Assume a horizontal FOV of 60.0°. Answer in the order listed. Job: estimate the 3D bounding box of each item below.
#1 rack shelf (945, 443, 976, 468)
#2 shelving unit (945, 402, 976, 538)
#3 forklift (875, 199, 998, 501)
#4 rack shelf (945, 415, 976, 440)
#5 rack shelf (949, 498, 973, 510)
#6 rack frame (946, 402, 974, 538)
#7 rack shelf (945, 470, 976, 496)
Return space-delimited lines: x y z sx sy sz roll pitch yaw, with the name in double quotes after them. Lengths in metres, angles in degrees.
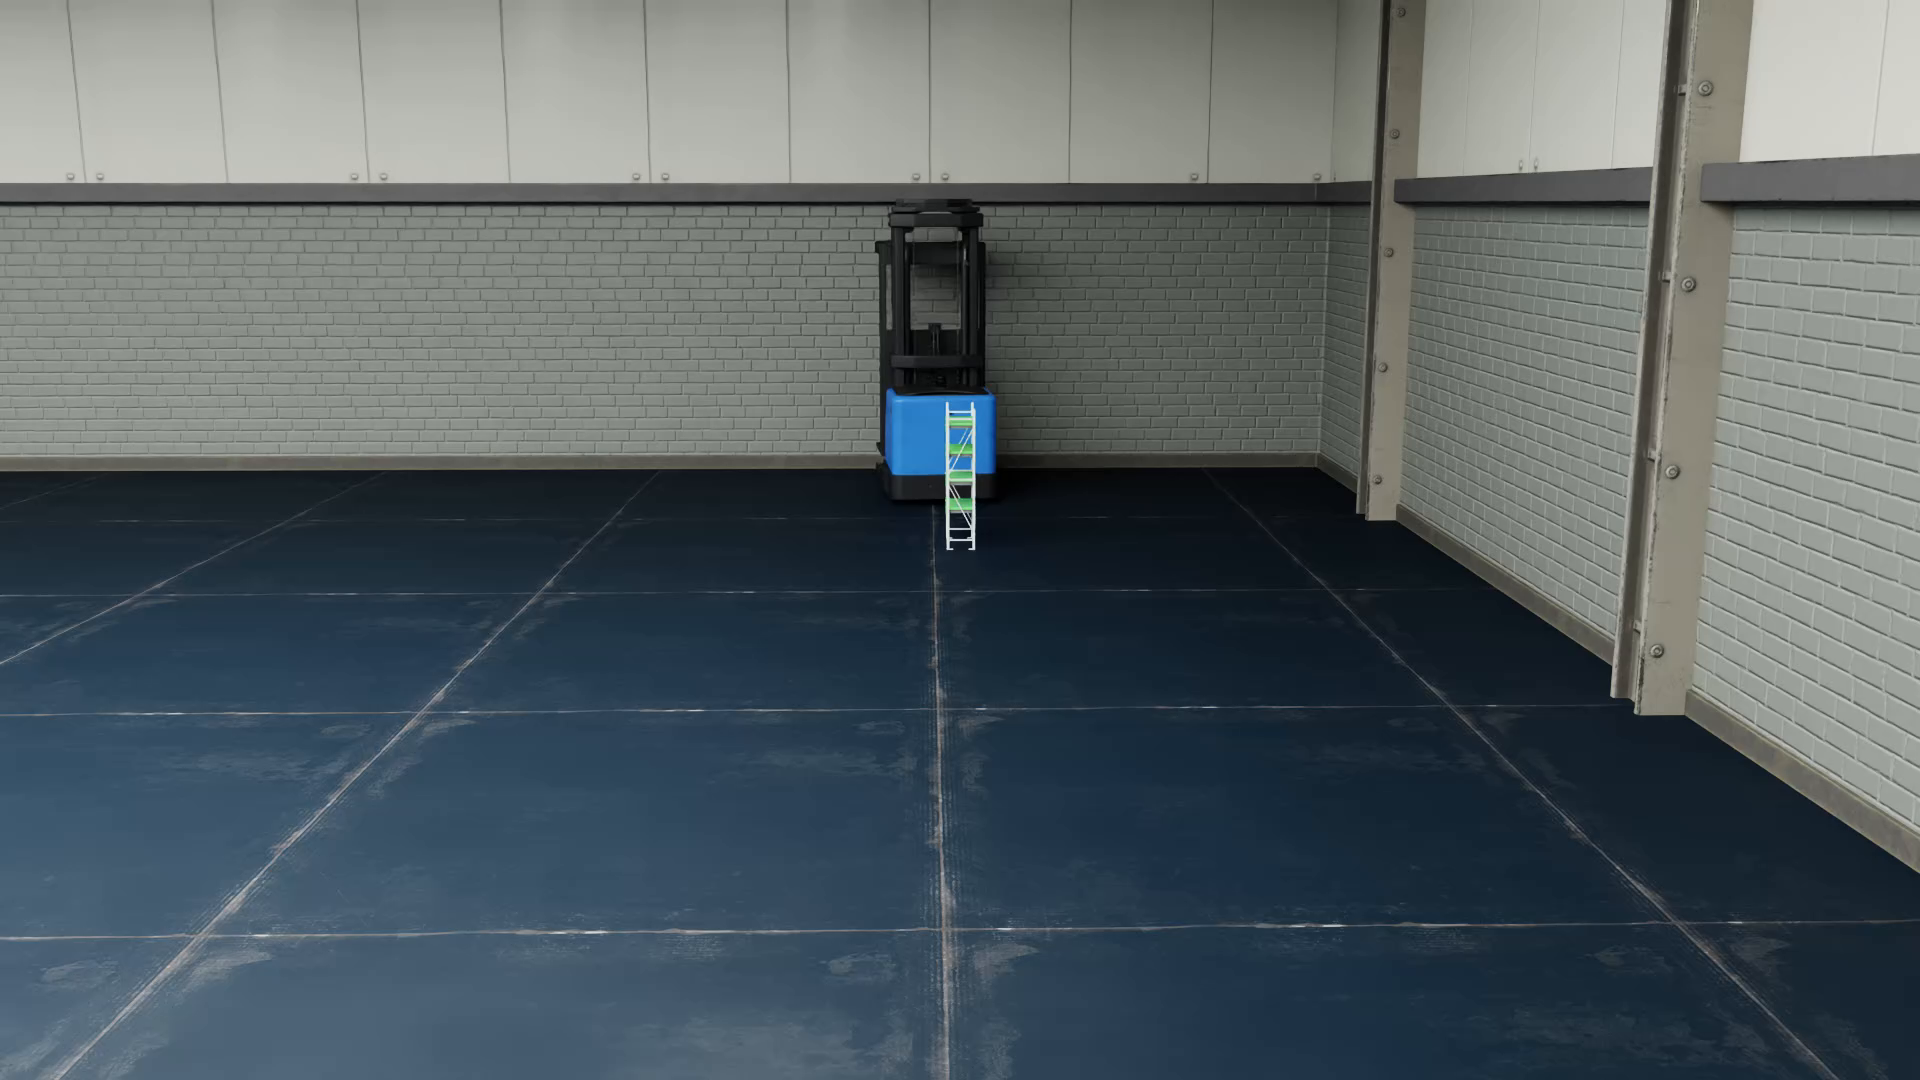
0.003 -0.728 14.243 0.258 0.148 0.480 0 11 -1 "rack shelf"
0.003 -0.556 14.283 0.258 1.200 0.492 0 11 -1 "shelving unit"
-0.310 -2.061 17.345 1.130 2.935 3.031 -1 12 -6 "forklift"
0.003 -0.963 14.195 0.258 0.148 0.480 0 11 -1 "rack shelf"
0.003 -0.310 14.327 0.221 0.021 0.457 0 11 -1 "rack shelf"
-0.002 -0.604 14.517 0.240 1.200 0.015 0 11 -1 "rack frame"
0.003 -0.492 14.290 0.258 0.148 0.480 0 11 -1 "rack shelf"
